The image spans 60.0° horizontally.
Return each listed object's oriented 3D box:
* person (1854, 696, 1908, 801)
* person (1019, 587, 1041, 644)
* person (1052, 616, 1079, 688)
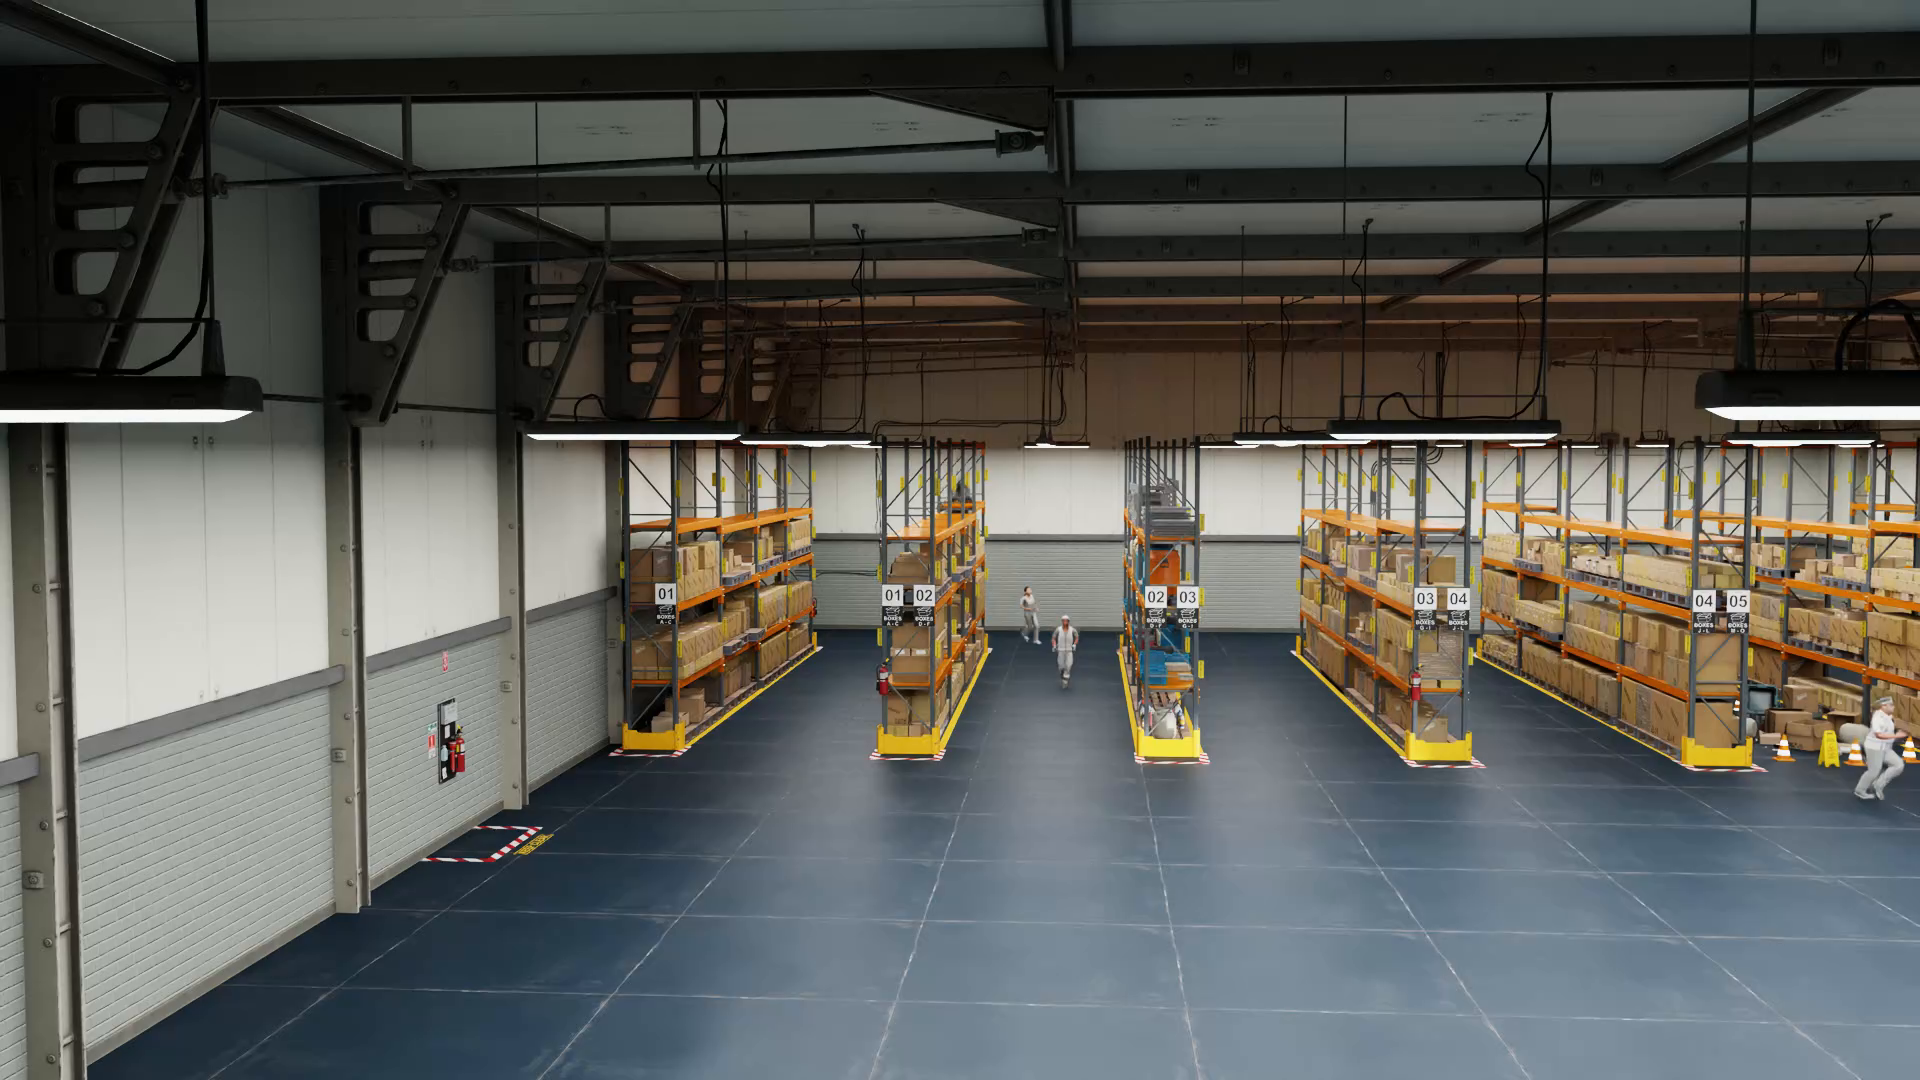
[{"bbox_3d":[15.002,3.385,27.063,0.700,1.739,0.804,-3,4,-43],"label":"person"},{"bbox_3d":[1.925,2.132,47.386,0.564,1.622,0.802,-2,4,-35],"label":"person"},{"bbox_3d":[2.567,2.705,40.411,0.670,1.752,0.611,0,3,0],"label":"person"}]
